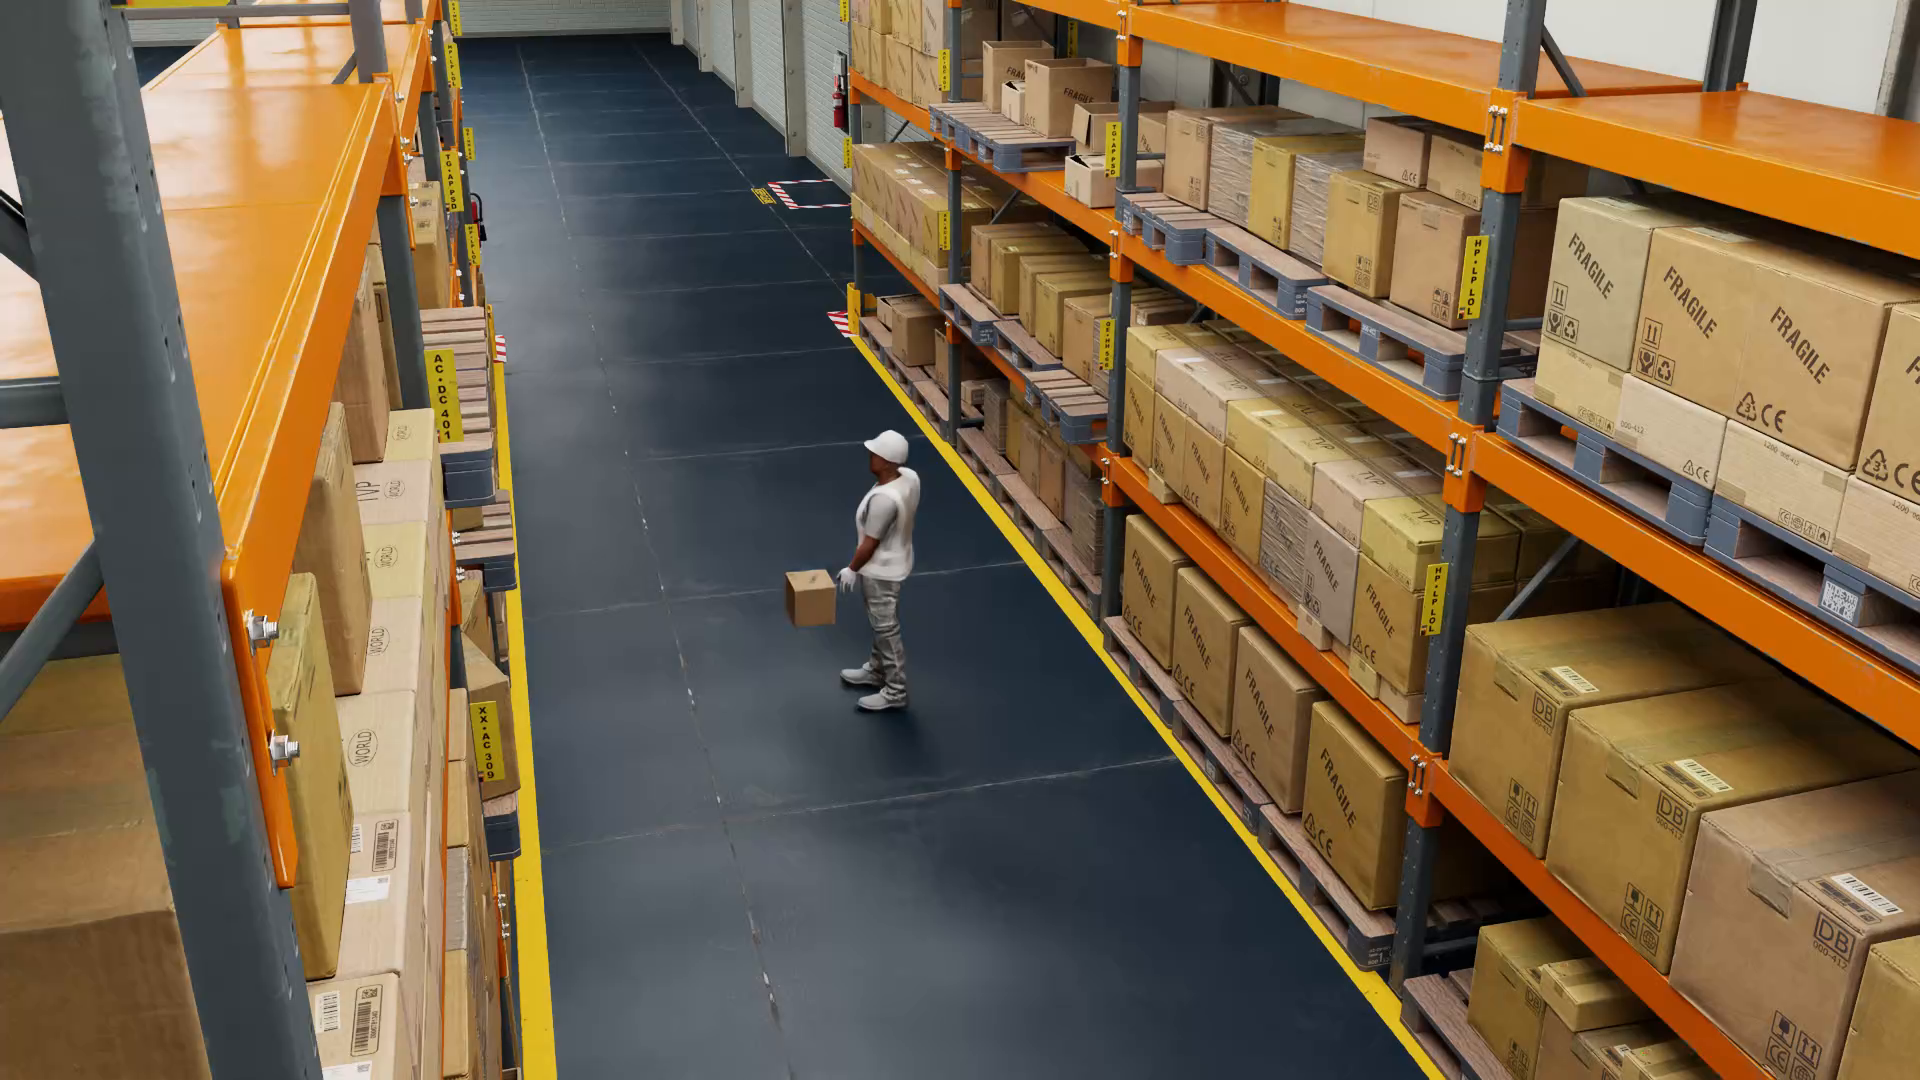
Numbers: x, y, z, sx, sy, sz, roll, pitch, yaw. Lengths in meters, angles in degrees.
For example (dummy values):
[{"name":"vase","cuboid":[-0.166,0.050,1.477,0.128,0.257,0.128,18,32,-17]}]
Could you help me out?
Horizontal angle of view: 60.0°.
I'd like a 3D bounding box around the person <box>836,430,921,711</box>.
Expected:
[{"name":"person","cuboid":[-0.540,0.171,10.140,0.559,1.787,0.563,6,23,13]}]
